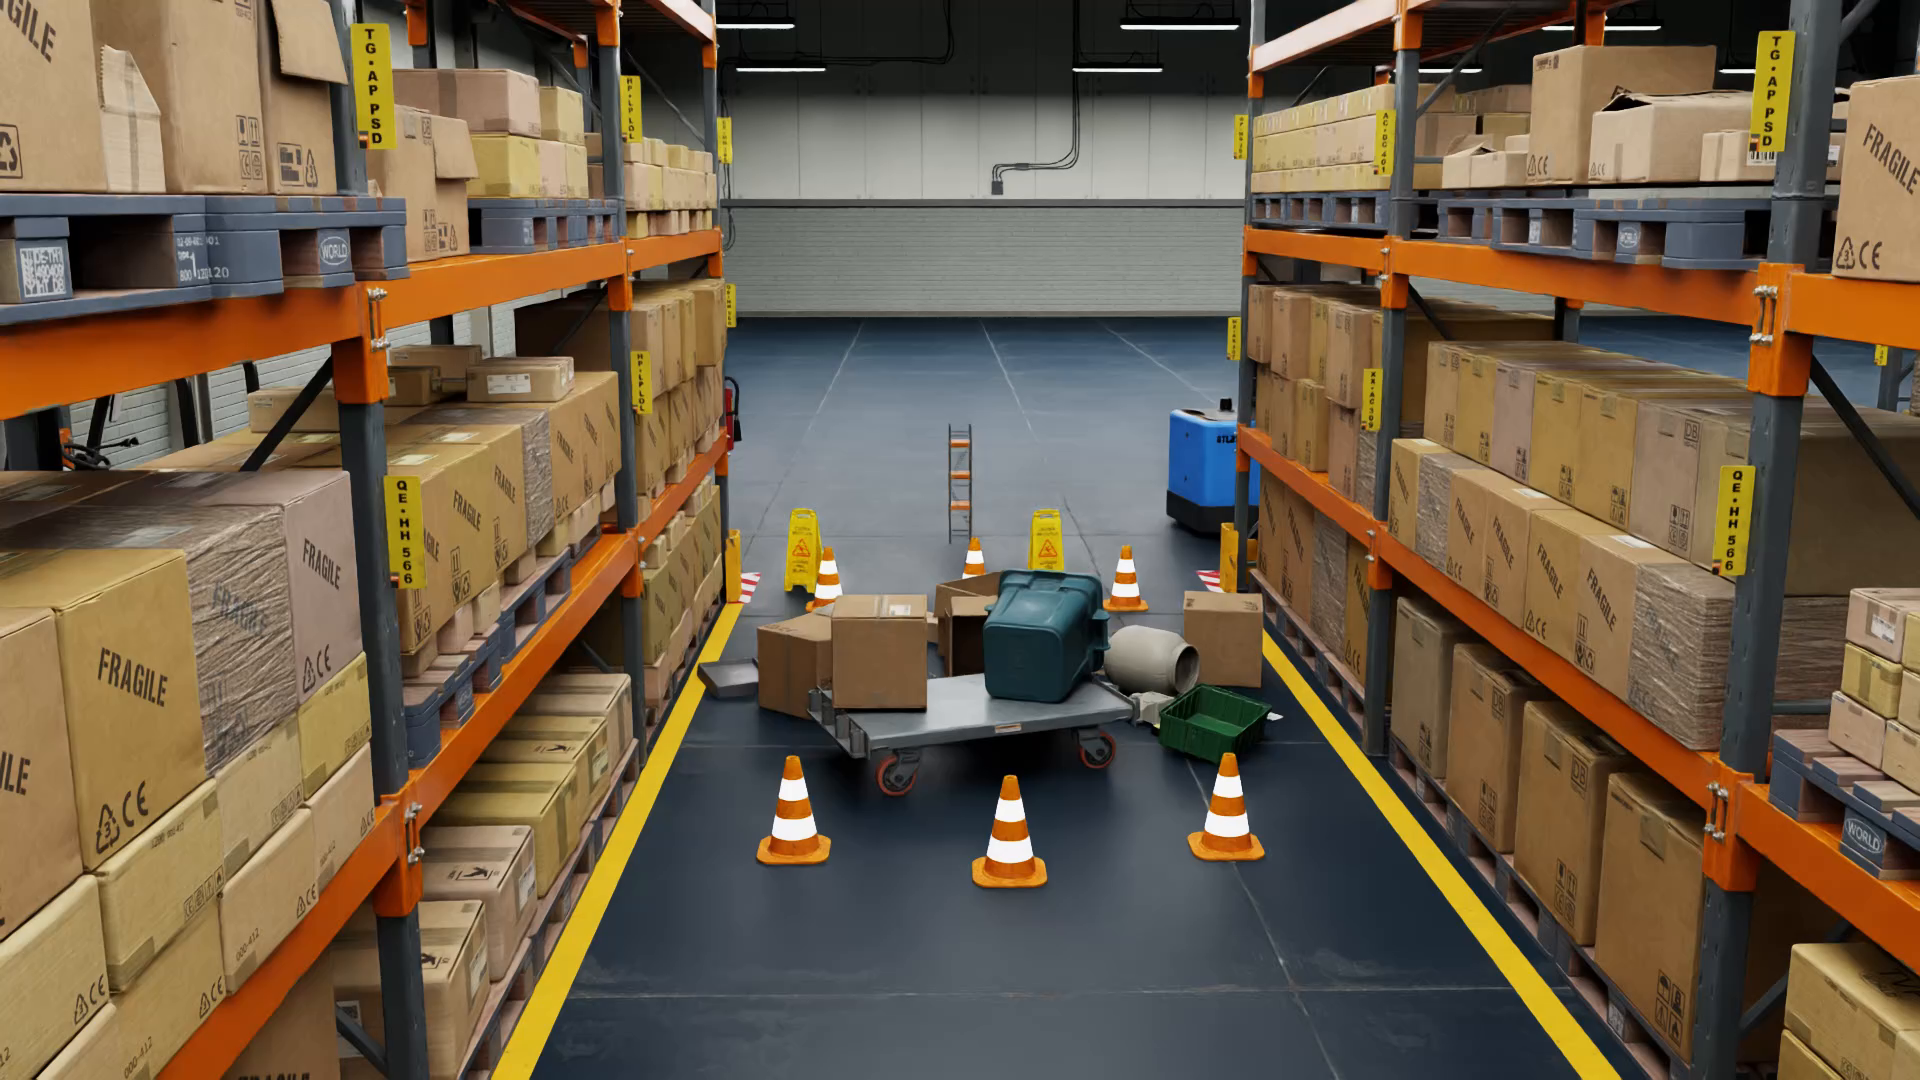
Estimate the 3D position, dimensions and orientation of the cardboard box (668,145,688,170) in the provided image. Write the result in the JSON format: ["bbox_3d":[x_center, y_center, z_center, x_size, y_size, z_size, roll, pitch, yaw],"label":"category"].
[{"bbox_3d":[-1.922,-2.408,10.466,0.380,0.149,0.250,0,11,0],"label":"cardboard box"}]

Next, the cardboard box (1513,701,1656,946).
[{"bbox_3d":[2.878,1.110,6.643,1.050,0.750,0.750,0,11,0],"label":"cardboard box"}]

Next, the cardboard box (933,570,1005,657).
[{"bbox_3d":[0.278,0.521,11.224,0.797,0.503,0.637,-10,15,-40],"label":"cardboard box"}]

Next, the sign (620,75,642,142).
[{"bbox_3d":[-1.652,-2.165,8.352,0.100,0.325,0.005,0,11,-1],"label":"sign"}]

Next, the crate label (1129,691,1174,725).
[{"bbox_3d":[1.124,0.990,9.833,0.298,0.136,0.250,-10,15,-40],"label":"crate label"}]

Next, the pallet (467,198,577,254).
[{"bbox_3d":[-2.276,-1.294,6.823,1.213,0.211,1.003,0,11,-1],"label":"pallet"}]

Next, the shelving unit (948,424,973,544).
[{"bbox_3d":[0.001,-0.504,14.902,0.215,1.050,0.252,0,11,-1],"label":"shelving unit"}]

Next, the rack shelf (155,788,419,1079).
[{"bbox_3d":[-2.083,1.299,2.919,1.077,0.370,4.000,0,11,-1],"label":"rack shelf"}]

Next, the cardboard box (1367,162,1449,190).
[{"bbox_3d":[2.413,-1.959,8.951,0.380,0.149,0.250,0,11,-1],"label":"cardboard box"}]

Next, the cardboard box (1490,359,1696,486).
[{"bbox_3d":[2.779,-0.524,7.331,0.700,0.500,0.500,0,11,-1],"label":"cardboard box"}]

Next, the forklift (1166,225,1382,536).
[{"bbox_3d":[3.545,-1.592,15.536,3.031,2.935,1.130,-3,12,-12],"label":"forklift"}]

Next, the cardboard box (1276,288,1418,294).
[{"bbox_3d":[2.730,-1.501,11.821,0.875,0.550,0.550,0,11,-1],"label":"cardboard box"}]

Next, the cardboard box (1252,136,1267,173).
[{"bbox_3d":[2.411,-2.781,12.002,0.500,0.250,0.500,0,11,-1],"label":"cardboard box"}]

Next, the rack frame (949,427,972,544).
[{"bbox_3d":[0.004,-0.480,14.783,0.200,1.050,0.008,0,11,-1],"label":"rack frame"}]

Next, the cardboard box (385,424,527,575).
[{"bbox_3d":[-1.938,-0.151,6.202,0.500,0.500,0.500,0,11,0],"label":"cardboard box"}]

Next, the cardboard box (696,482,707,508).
[{"bbox_3d":[-1.936,-0.304,11.354,0.380,0.149,0.250,0,11,0],"label":"cardboard box"}]

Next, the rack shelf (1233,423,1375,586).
[{"bbox_3d":[2.699,-0.331,10.957,1.077,0.370,4.000,0,11,-1],"label":"rack shelf"}]

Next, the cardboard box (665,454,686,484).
[{"bbox_3d":[-1.910,-0.441,10.320,0.380,0.149,0.250,0,11,-1],"label":"cardboard box"}]

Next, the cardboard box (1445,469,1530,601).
[{"bbox_3d":[2.501,-0.030,7.410,0.500,0.500,0.500,0,11,-1],"label":"cardboard box"}]

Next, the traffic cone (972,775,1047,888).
[{"bbox_3d":[0.224,1.292,7.528,0.336,0.463,0.334,0,11,-1],"label":"traffic cone"}]

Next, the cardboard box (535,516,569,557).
[{"bbox_3d":[-1.914,-0.024,7.211,0.380,0.149,0.250,0,11,-1],"label":"cardboard box"}]

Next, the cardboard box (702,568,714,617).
[{"bbox_3d":[-2.001,0.363,11.583,0.500,0.250,0.500,0,11,-1],"label":"cardboard box"}]

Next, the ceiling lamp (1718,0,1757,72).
[{"bbox_3d":[17.855,-11.983,36.810,2.000,3.185,0.800,0,11,-1],"label":"ceiling lamp"}]

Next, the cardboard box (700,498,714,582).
[{"bbox_3d":[-1.998,-0.005,11.512,0.500,0.500,0.500,0,11,1],"label":"cardboard box"}]

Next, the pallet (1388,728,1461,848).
[{"bbox_3d":[2.831,1.233,8.448,1.003,0.211,1.213,0,11,-1],"label":"pallet"}]

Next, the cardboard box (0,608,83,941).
[{"bbox_3d":[-1.826,0.413,2.711,0.500,0.500,0.500,0,11,-2],"label":"cardboard box"}]

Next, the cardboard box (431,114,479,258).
[{"bbox_3d":[-2.184,-1.274,5.992,0.797,0.503,0.637,0,11,-1],"label":"cardboard box"}]

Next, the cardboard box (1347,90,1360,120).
[{"bbox_3d":[2.404,-2.450,9.367,0.380,0.149,0.250,0,11,-1],"label":"cardboard box"}]

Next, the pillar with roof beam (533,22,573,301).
[{"bbox_3d":[-4.331,-8.606,34.847,9.100,9.000,0.548,0,11,-1],"label":"pillar with roof beam"}]

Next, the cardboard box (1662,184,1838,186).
[{"bbox_3d":[3.007,-1.519,6.373,0.500,0.311,0.500,0,11,-2],"label":"cardboard box"}]

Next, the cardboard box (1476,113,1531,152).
[{"bbox_3d":[3.010,-2.182,9.046,0.500,0.250,0.500,0,11,-1],"label":"cardboard box"}]

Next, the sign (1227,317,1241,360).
[{"bbox_3d":[2.102,-1.543,12.745,0.100,0.325,0.005,0,11,-1],"label":"sign"}]

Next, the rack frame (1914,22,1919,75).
[{"bbox_3d":[7.618,-4.022,12.250,1.000,3.000,0.127,0,11,-1],"label":"rack frame"}]

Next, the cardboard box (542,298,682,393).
[{"bbox_3d":[-1.988,-1.121,9.524,0.700,0.500,0.500,0,11,-1],"label":"cardboard box"}]

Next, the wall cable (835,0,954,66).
[{"bbox_3d":[-1.699,-13.578,43.024,3.097,2.526,0.112,0,11,-1],"label":"wall cable"}]

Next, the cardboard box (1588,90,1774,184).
[{"bbox_3d":[2.501,-1.379,5.683,0.500,0.311,0.500,0,11,-1],"label":"cardboard box"}]

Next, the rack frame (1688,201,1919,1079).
[{"bbox_3d":[2.823,0.509,5.006,1.000,3.000,0.127,0,11,-1],"label":"rack frame"}]

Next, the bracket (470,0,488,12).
[{"bbox_3d":[-8.147,-9.079,28.124,0.235,0.232,0.430,0,11,-1],"label":"bracket"}]

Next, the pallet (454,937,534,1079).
[{"bbox_3d":[-2.139,1.761,5.850,1.003,0.211,1.213,0,11,-1],"label":"pallet"}]

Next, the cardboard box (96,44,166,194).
[{"bbox_3d":[-1.746,-0.788,3.138,0.396,0.266,0.258,-1,11,-3],"label":"cardboard box"}]

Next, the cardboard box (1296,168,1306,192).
[{"bbox_3d":[2.376,-2.312,10.691,0.380,0.149,0.250,0,11,-1],"label":"cardboard box"}]

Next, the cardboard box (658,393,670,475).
[{"bbox_3d":[-1.971,-0.629,9.615,0.500,0.500,0.500,0,11,-1],"label":"cardboard box"}]

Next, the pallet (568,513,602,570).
[{"bbox_3d":[-2.337,0.001,7.993,1.003,0.211,1.213,0,11,-1],"label":"pallet"}]

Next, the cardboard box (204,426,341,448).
[{"bbox_3d":[-2.445,-0.143,6.166,0.500,0.500,0.500,-1,12,-5],"label":"cardboard box"}]

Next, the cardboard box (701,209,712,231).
[{"bbox_3d":[-1.965,-2.269,11.785,0.380,0.149,0.250,0,11,-1],"label":"cardboard box"}]

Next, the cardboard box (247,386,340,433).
[{"bbox_3d":[-2.440,-0.493,6.258,0.380,0.149,0.250,-1,11,-4],"label":"cardboard box"}]

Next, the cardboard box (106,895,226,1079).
[{"bbox_3d":[-1.834,0.924,3.338,0.500,0.250,0.500,0,11,-2],"label":"cardboard box"}]

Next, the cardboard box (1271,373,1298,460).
[{"bbox_3d":[2.629,-0.860,11.377,0.875,0.550,0.550,0,11,-1],"label":"cardboard box"}]

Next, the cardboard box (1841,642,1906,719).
[{"bbox_3d":[2.632,0.377,4.482,0.380,0.149,0.250,0,11,1],"label":"cardboard box"}]

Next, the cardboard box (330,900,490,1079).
[{"bbox_3d":[-2.126,1.519,5.580,0.950,0.372,0.625,-1,12,-5],"label":"cardboard box"}]

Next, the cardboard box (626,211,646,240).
[{"bbox_3d":[-1.915,-1.708,9.021,0.380,0.149,0.250,0,11,-1],"label":"cardboard box"}]

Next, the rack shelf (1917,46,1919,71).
[{"bbox_3d":[7.660,-3.270,10.362,1.077,0.370,4.000,0,11,-1],"label":"rack shelf"}]

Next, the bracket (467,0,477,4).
[{"bbox_3d":[-8.094,-8.567,25.599,0.076,0.066,4.783,0,11,-1],"label":"bracket"}]

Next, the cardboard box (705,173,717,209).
[{"bbox_3d":[-2.010,-2.483,11.837,0.500,0.250,0.500,0,11,-2],"label":"cardboard box"}]

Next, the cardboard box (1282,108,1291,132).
[{"bbox_3d":[2.366,-2.804,11.111,0.380,0.149,0.250,0,11,-2],"label":"cardboard box"}]
